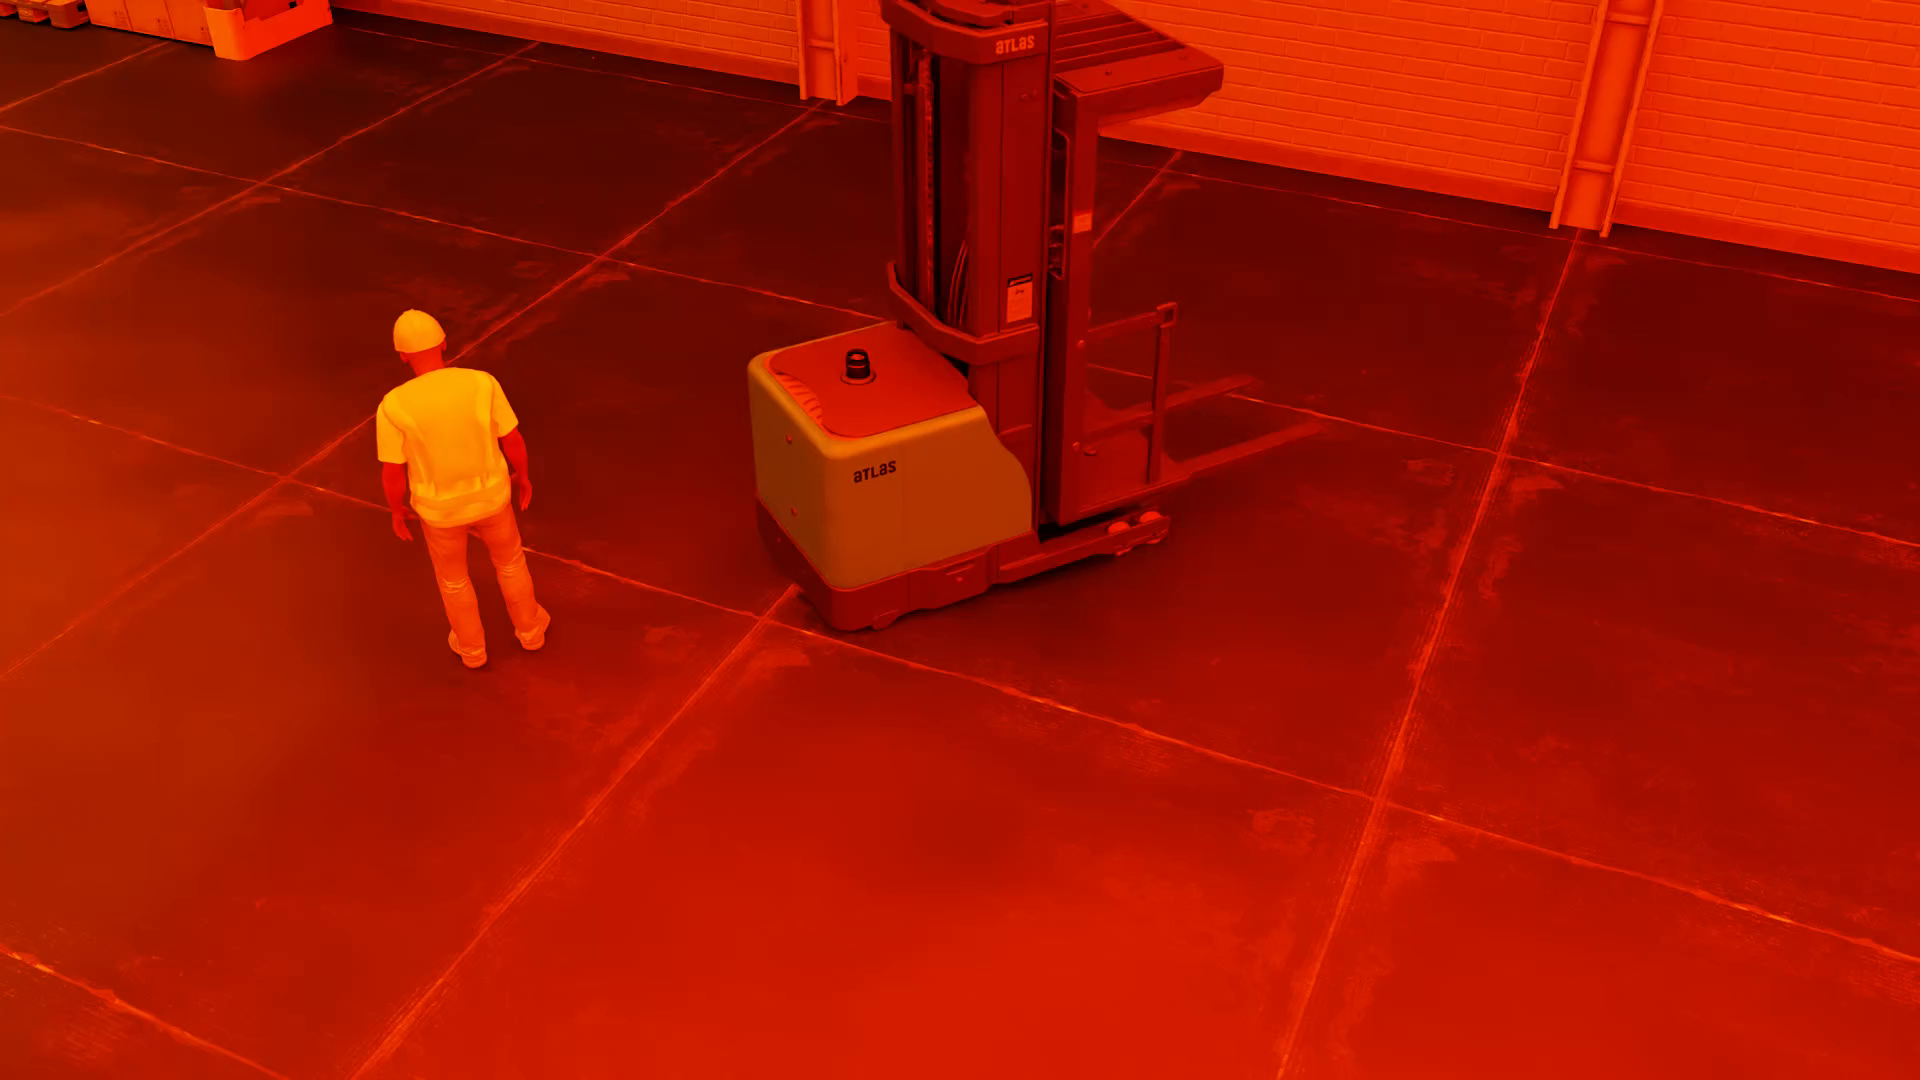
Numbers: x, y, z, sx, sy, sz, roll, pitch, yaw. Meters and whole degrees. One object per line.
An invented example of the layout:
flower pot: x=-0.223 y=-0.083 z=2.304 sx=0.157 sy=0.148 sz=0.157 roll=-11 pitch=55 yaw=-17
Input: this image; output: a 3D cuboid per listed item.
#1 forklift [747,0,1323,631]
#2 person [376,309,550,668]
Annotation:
forklift: x=0.500 y=-1.370 z=8.008 sx=3.031 sy=2.935 sz=1.130 roll=-18 pitch=39 yaw=-23
person: x=-2.220 y=-0.206 z=7.388 sx=0.631 sy=1.759 sz=0.461 roll=-16 pitch=38 yaw=-21
